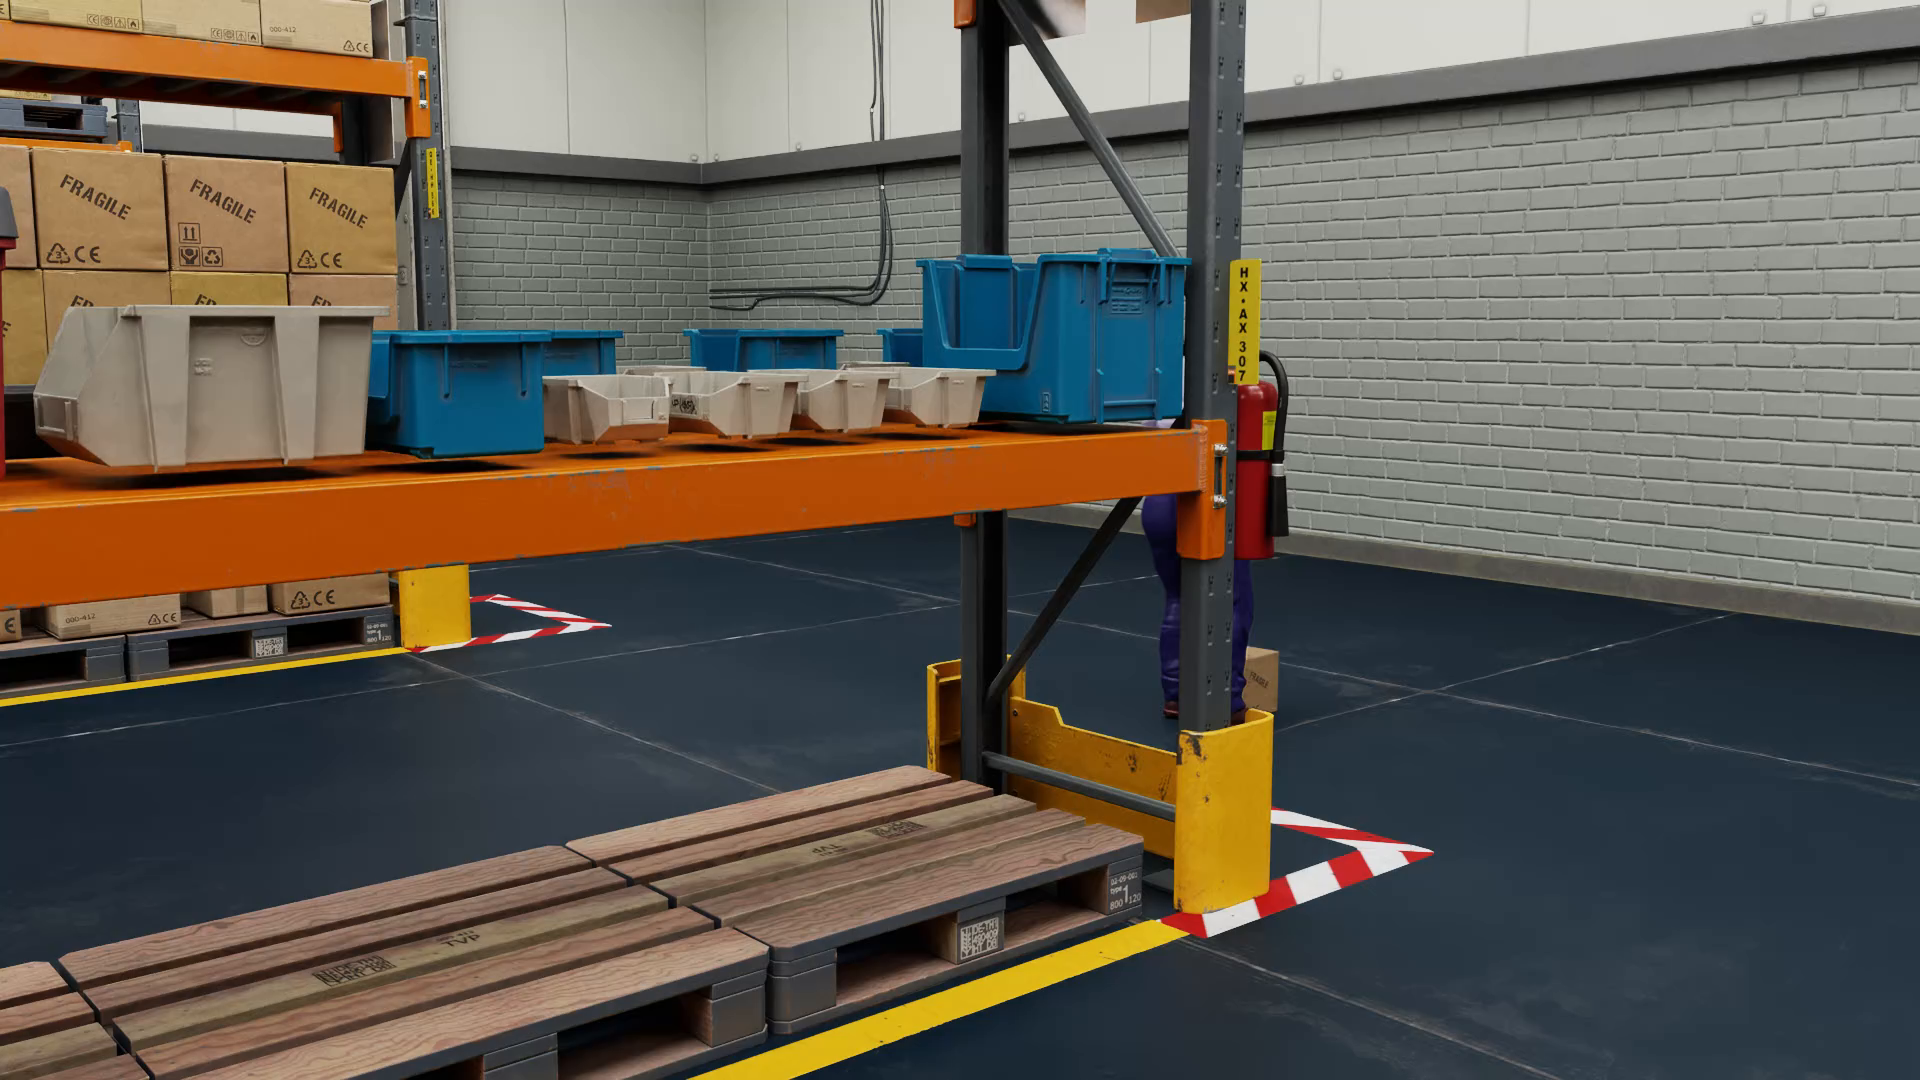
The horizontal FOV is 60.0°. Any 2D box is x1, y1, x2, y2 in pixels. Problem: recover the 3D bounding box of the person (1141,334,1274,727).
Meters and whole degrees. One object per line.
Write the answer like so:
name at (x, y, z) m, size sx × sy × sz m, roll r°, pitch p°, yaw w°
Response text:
person at (0.967, -0.090, 6.562) m, size 0.427 × 1.636 × 0.562 m, roll -7°, pitch 11°, yaw -44°
